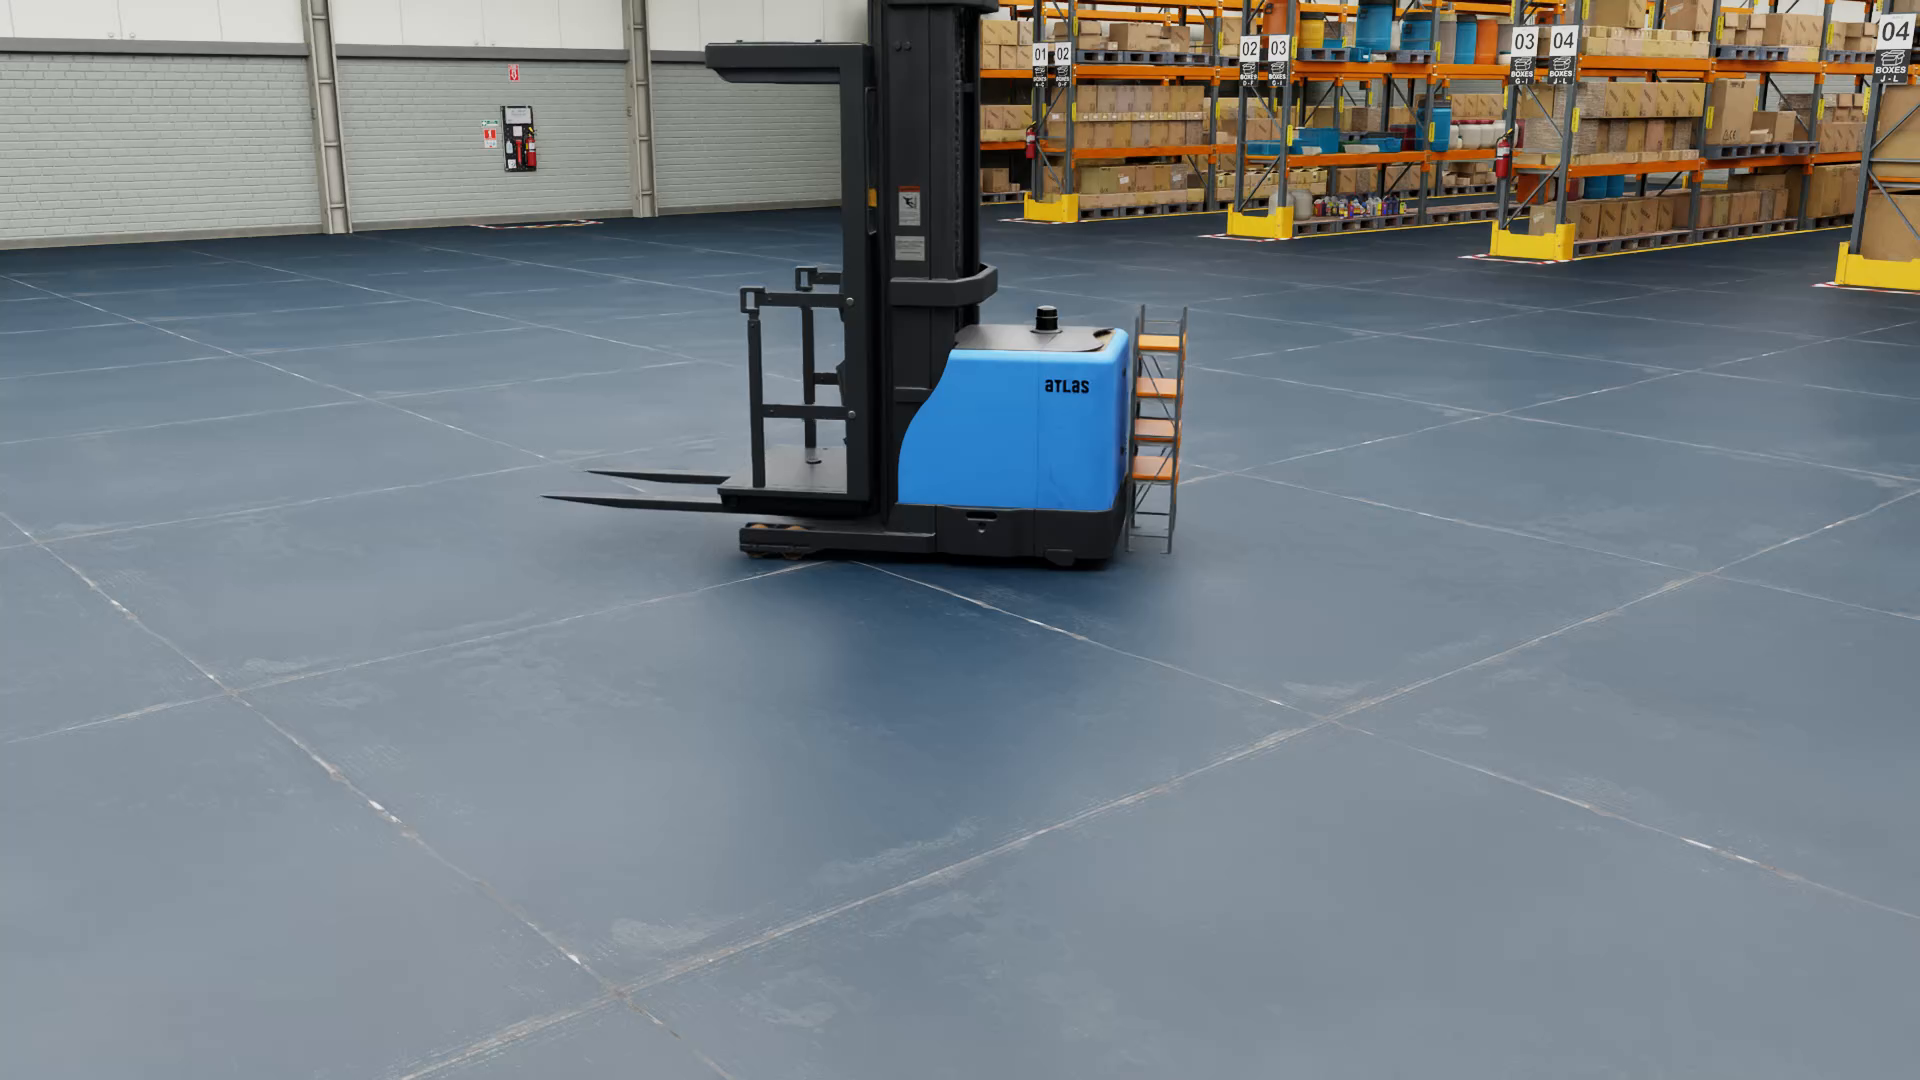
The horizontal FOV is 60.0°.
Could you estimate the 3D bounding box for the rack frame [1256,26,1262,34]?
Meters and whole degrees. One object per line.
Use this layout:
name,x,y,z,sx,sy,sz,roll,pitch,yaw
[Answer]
rack frame,7.523,-13.371,41.371,0.127,3.000,1.000,-13,19,-39

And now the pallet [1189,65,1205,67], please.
pallet,5.798,-11.463,40.404,1.213,0.211,1.003,-12,19,-37

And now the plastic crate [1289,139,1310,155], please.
plastic crate,5.648,-6.691,28.276,0.408,0.251,0.499,-13,19,-39

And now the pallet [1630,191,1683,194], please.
pallet,15.476,-7.537,36.556,1.213,0.211,1.003,-13,19,-39

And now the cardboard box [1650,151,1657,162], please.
cardboard box,10.297,-5.807,25.166,0.250,0.149,0.380,-13,19,-39

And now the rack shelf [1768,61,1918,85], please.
rack shelf,15.768,-8.343,29.752,4.000,0.370,1.077,-13,19,-39

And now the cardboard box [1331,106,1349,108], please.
cardboard box,9.620,-11.082,43.843,0.700,0.700,0.980,-13,20,-40

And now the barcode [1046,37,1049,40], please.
barcode,1.636,-9.351,31.007,0.075,0.075,0.001,-13,19,-39

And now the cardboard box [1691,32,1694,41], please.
cardboard box,10.925,-7.655,25.302,0.250,0.149,0.380,-12,19,-39

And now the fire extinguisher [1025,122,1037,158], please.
fire extinguisher,1.330,-7.509,31.200,0.183,0.674,0.296,-13,19,-39

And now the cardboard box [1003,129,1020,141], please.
cardboard box,0.948,-8.833,36.257,0.500,0.250,0.500,-13,19,-39

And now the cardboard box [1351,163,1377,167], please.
cardboard box,9.120,-8.587,37.624,0.500,0.250,0.500,-13,20,-40

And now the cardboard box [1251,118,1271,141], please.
cardboard box,6.107,-8.503,34.577,0.500,0.500,0.500,-13,19,-39

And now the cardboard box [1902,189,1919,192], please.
cardboard box,12.535,-4.018,21.283,0.875,0.875,0.875,-13,20,-40

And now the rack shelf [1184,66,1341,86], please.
rack shelf,6.251,-9.594,34.437,4.000,0.370,1.077,-13,19,-39

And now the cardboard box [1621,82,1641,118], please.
cardboard box,9.576,-6.430,24.304,0.500,0.500,0.500,-13,19,-39

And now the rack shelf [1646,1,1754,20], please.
rack shelf,15.535,-11.240,35.563,4.000,0.370,1.077,-13,19,-39

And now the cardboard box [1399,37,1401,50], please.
cardboard box,9.860,-11.069,37.363,0.600,0.600,0.600,-13,20,-40

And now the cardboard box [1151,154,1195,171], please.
cardboard box,5.146,-9.058,40.202,0.750,0.750,0.750,-13,20,-40

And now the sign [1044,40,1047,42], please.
sign,1.849,-10.712,36.227,0.005,0.325,0.100,-13,19,-39

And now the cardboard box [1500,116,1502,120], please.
cardboard box,12.866,-9.934,39.934,0.500,0.500,0.500,-12,19,-39

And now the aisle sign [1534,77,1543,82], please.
aisle sign,14.047,-11.395,40.558,0.004,0.787,0.394,-13,19,-39

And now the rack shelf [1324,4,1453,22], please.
rack shelf,9.268,-11.528,36.639,4.000,0.370,1.077,-13,19,-39

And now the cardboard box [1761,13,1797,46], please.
cardboard box,13.301,-8.342,27.192,0.500,0.500,0.500,-12,19,-38

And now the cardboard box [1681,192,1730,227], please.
cardboard box,12.092,-5.406,27.169,0.500,0.500,0.700,-13,20,-40

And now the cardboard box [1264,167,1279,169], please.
cardboard box,6.781,-7.855,35.771,0.500,0.311,0.500,-13,20,-41

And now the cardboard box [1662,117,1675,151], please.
cardboard box,10.462,-6.275,25.658,0.500,0.500,0.875,-13,19,-39

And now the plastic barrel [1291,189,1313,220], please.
plastic barrel,5.798,-5.723,28.372,0.421,0.512,0.421,0,15,0

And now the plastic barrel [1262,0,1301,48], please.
plastic barrel,5.256,-8.478,27.218,0.708,0.830,0.600,-13,19,-39

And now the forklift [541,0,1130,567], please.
forklift,-0.661,-1.450,8.497,3.031,2.935,1.130,3,15,10

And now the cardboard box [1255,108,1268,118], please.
cardboard box,7.340,-10.547,41.614,0.500,0.500,0.500,-13,20,-40

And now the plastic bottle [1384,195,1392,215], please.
plastic bottle,7.549,-5.924,29.395,0.185,0.351,0.144,-14,20,-42

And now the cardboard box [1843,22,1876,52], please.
cardboard box,15.787,-8.954,29.634,0.637,0.503,0.797,-13,20,-40

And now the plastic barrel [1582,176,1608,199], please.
plastic barrel,13.070,-7.524,34.359,0.708,0.901,0.600,-13,19,-39

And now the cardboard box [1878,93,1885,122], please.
cardboard box,16.801,-8.003,30.761,0.637,0.503,0.797,-13,20,-41

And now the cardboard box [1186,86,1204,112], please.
cardboard box,4.411,-8.752,32.997,0.500,0.500,0.700,-13,19,-39

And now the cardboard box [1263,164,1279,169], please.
cardboard box,8.154,-9.575,42.813,0.500,0.500,0.700,-12,19,-39

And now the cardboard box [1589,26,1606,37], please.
cardboard box,8.843,-7.143,23.385,0.250,0.149,0.380,-12,19,-38

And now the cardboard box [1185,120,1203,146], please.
cardboard box,4.411,-8.126,33.164,0.500,0.500,0.700,-13,20,-41

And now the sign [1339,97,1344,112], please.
sign,8.126,-9.283,35.448,0.005,0.325,0.100,-13,19,-39

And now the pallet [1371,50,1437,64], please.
pallet,7.511,-8.406,28.959,1.003,0.211,1.213,-13,19,-39

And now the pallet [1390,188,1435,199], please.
pallet,10.188,-8.017,38.353,1.213,0.211,1.003,-13,19,-39

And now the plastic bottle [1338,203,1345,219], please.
plastic bottle,6.546,-5.652,28.532,0.097,0.271,0.097,0,15,0

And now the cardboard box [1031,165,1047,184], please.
cardboard box,2.032,-8.250,37.816,0.500,0.500,0.700,-12,19,-38

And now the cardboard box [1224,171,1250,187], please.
cardboard box,5.598,-7.404,34.086,0.500,0.311,0.500,-13,20,-40

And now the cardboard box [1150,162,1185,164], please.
cardboard box,4.187,-7.373,33.601,0.500,0.500,0.500,-13,19,-39

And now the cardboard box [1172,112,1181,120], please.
cardboard box,4.096,-8.297,32.547,0.250,0.149,0.380,-13,20,-39

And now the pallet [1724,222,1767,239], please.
pallet,12.749,-5.217,27.873,1.213,0.211,1.003,-13,19,-39

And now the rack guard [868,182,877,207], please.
rack guard,-1.473,-7.245,34.905,0.348,0.500,1.175,-13,19,-39

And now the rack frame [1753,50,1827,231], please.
rack frame,14.260,-6.902,28.778,0.127,3.000,1.000,-13,19,-39

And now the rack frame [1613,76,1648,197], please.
rack frame,14.026,-8.544,34.924,0.127,3.000,1.000,-13,19,-39

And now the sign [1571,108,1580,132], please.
sign,8.581,-5.860,23.197,0.005,0.325,0.100,-13,19,-39

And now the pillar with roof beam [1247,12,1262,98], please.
pillar with roof beam,10.309,-12.820,39.307,0.400,9.000,9.100,-13,19,-39

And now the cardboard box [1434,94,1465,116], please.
cardboard box,11.317,-10.065,38.489,0.500,0.500,0.500,-12,19,-38

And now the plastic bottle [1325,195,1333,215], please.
plastic bottle,6.506,-5.930,29.419,0.185,0.351,0.144,-12,19,-37

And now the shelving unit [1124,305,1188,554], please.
shelving unit,1.012,-0.579,8.582,0.258,1.200,0.503,4,15,9
